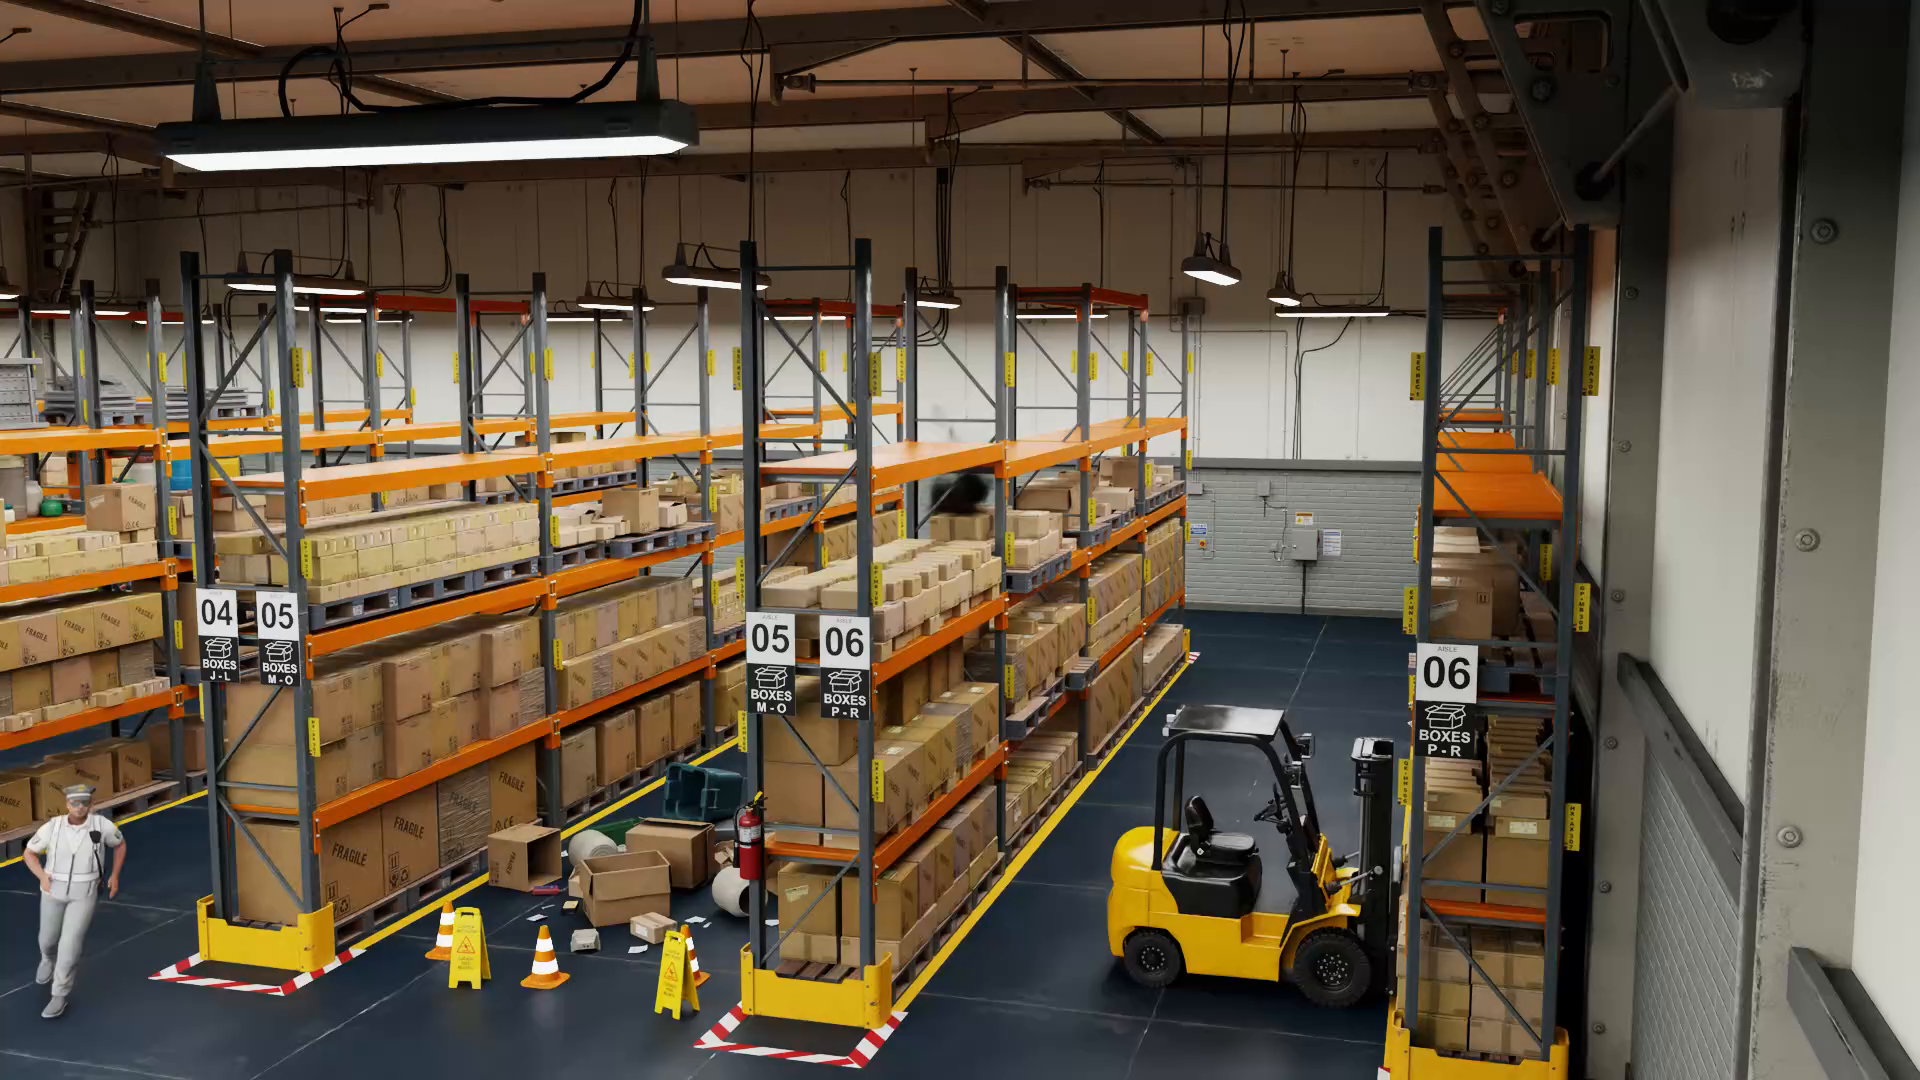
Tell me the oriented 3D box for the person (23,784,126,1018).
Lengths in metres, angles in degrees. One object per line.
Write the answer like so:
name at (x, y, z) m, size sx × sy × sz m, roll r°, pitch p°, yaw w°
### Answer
person at (-7.086, 2.809, 13.312) m, size 0.730 × 1.743 × 0.958 m, roll -2°, pitch 7°, yaw -20°
